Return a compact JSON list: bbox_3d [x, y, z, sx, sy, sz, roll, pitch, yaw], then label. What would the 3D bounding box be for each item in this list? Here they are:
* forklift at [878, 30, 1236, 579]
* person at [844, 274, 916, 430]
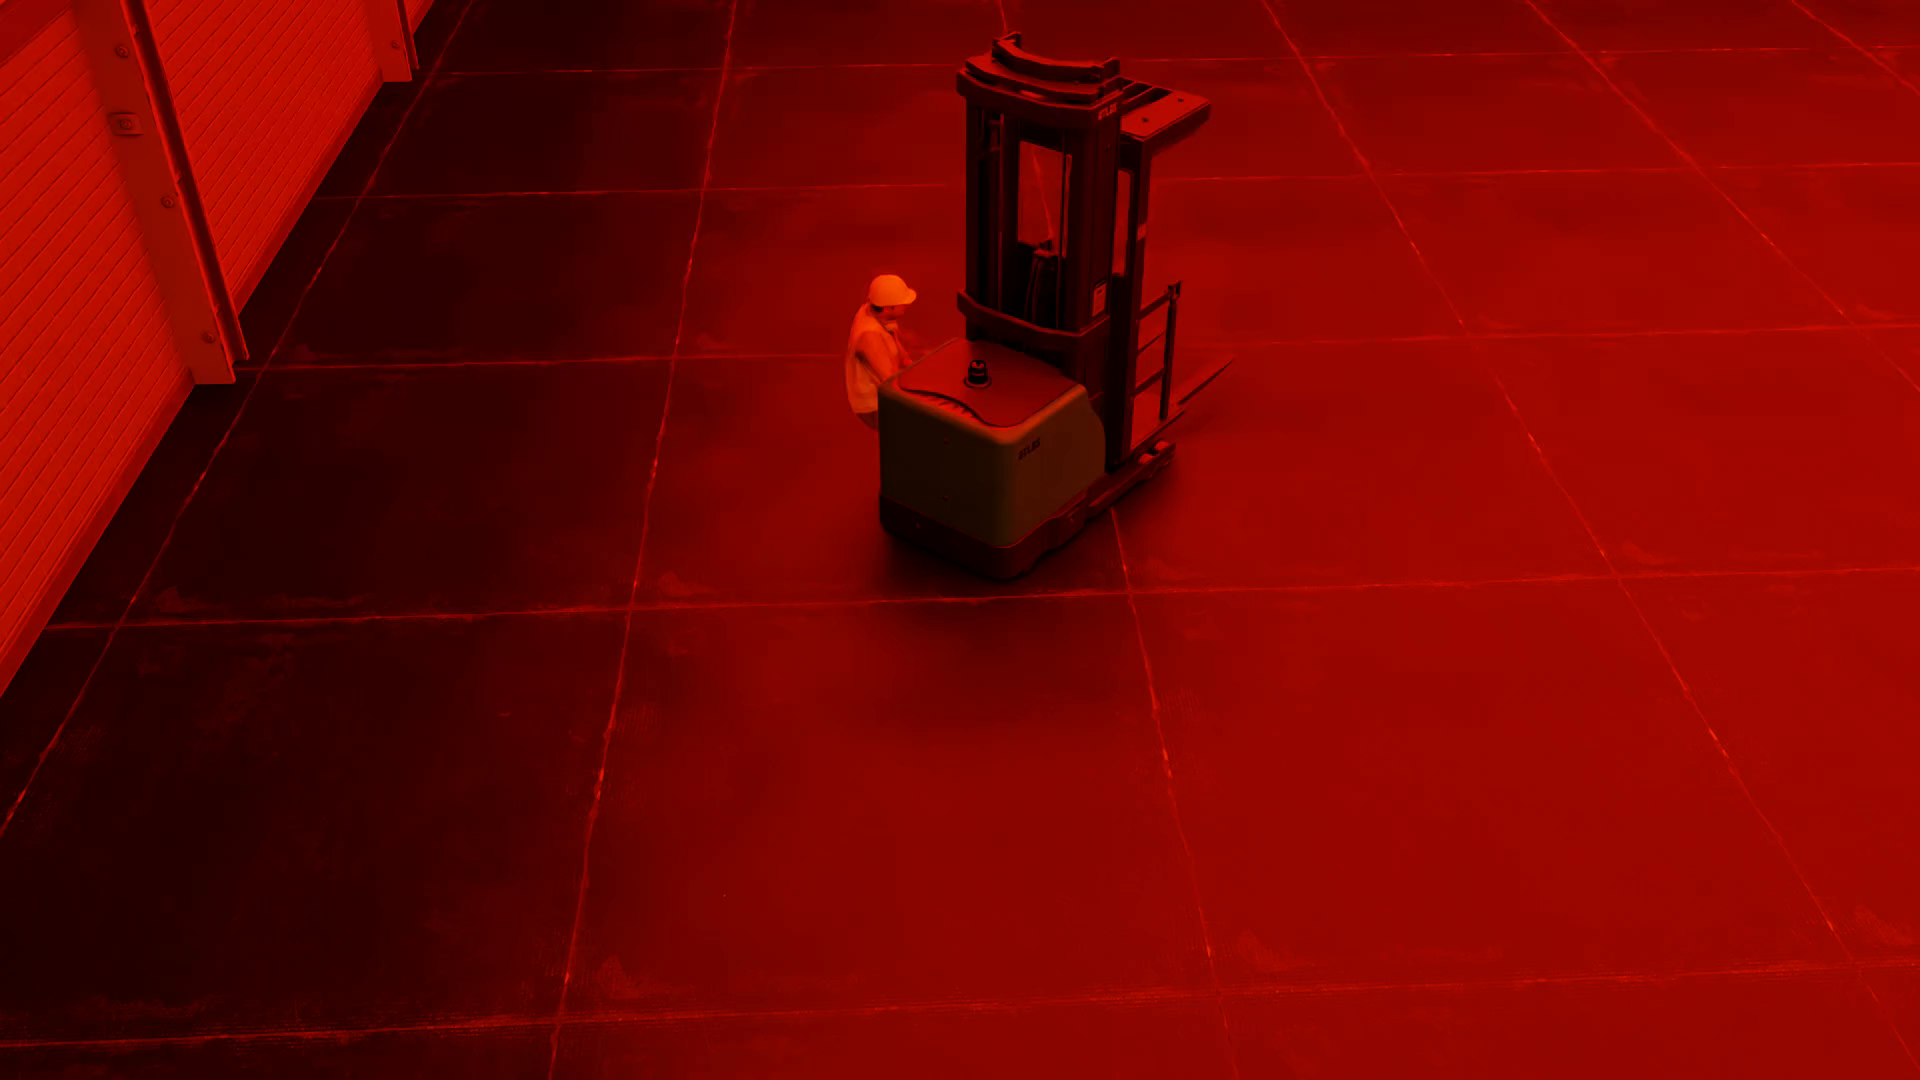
[{"bbox_3d":[0.792,-1.755,10.419,1.130,2.935,3.031,25,43,30],"label":"forklift"},{"bbox_3d":[-0.281,-0.976,10.598,0.901,1.571,0.785,-2,36,-3],"label":"person"}]
